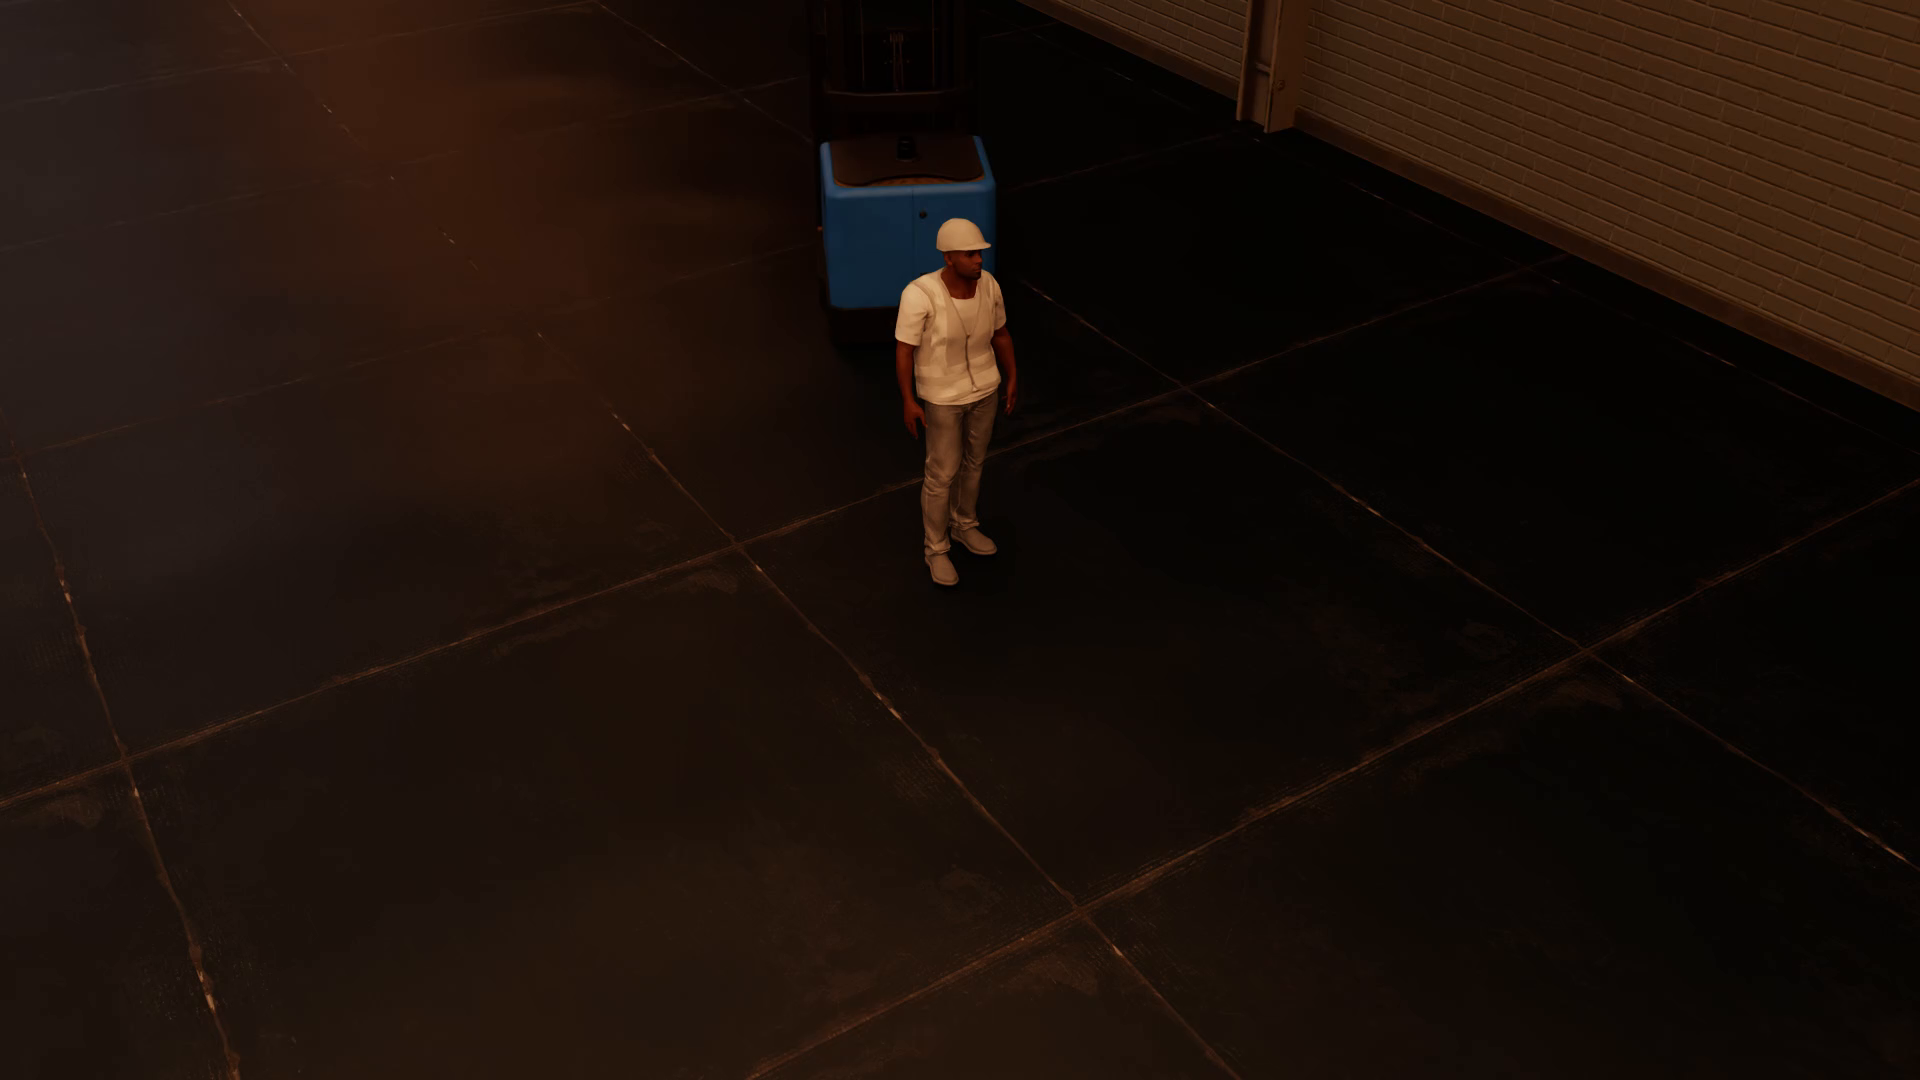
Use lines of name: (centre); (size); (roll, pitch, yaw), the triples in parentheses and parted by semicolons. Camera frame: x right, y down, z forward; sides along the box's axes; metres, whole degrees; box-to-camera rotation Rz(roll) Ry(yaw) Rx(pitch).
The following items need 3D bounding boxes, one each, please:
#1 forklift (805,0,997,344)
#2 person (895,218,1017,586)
forklift: (-0.450, -3.245, 10.766); (1.130, 2.935, 3.031); (-4, 35, -5)
person: (0.033, -0.693, 8.135); (0.665, 1.768, 0.575); (-21, 40, -27)
